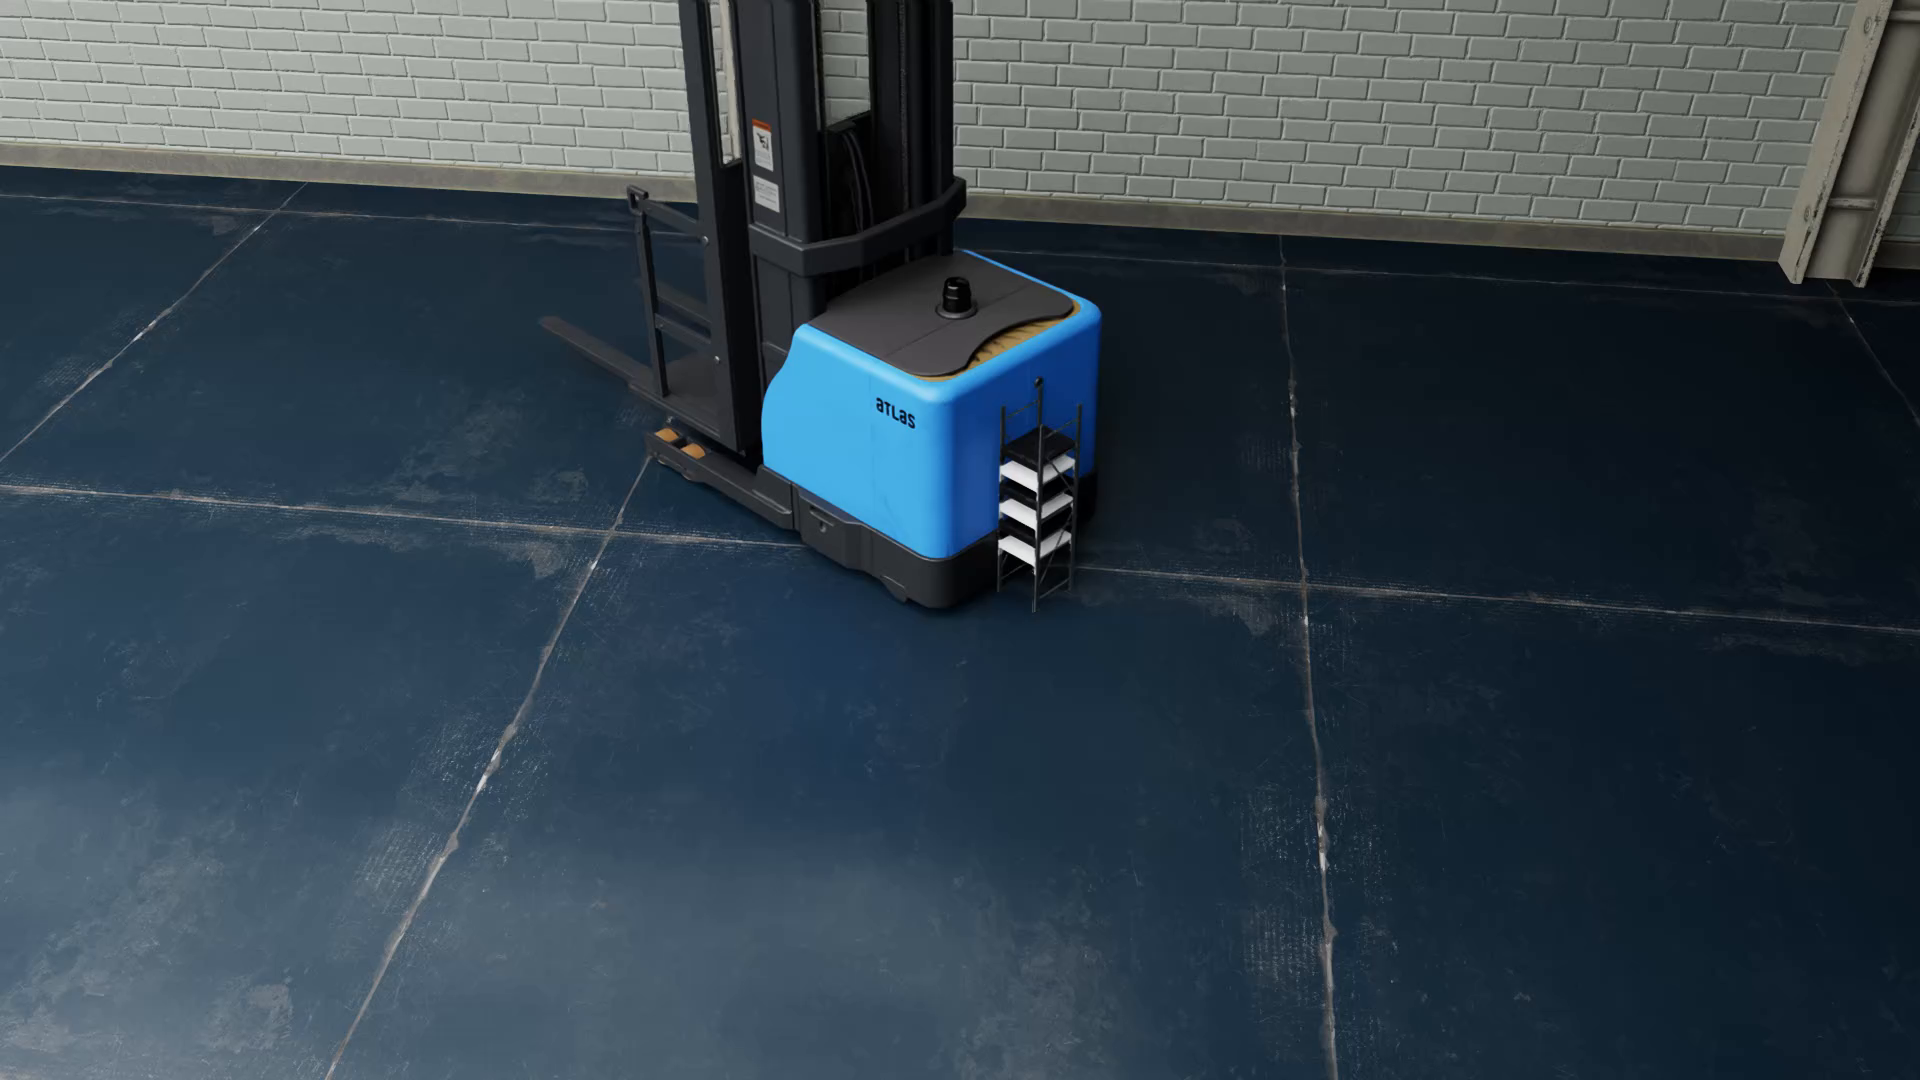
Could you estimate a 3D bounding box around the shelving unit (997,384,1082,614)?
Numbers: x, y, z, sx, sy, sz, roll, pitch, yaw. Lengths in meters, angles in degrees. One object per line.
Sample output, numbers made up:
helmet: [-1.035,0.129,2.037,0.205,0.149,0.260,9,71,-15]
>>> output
shelving unit: [0.315,-0.155,6.693,0.210,0.900,0.258,29,45,34]

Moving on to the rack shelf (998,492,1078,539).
rack shelf: [0.315,-0.128,6.712,0.200,0.077,0.258,29,45,34]

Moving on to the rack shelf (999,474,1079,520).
rack shelf: [0.315,-0.201,6.660,0.200,0.077,0.258,29,45,34]

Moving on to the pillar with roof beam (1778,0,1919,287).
pillar with roof beam: [4.294,-2.685,3.265,0.400,9.000,9.100,4,36,6]

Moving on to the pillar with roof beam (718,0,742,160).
pillar with roof beam: [-1.657,-3.129,3.887,0.400,9.000,9.100,4,36,6]

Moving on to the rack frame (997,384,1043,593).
rack frame: [0.241,-0.196,6.750,0.006,0.900,0.240,29,45,34]

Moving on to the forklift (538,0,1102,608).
forklift: [-0.819,-1.660,7.053,3.031,2.935,1.130,29,45,34]

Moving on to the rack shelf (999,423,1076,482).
rack shelf: [0.315,-0.348,6.555,0.200,0.077,0.258,29,45,34]

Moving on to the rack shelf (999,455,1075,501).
rack shelf: [0.315,-0.275,6.608,0.200,0.077,0.258,29,45,34]

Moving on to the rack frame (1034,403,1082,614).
rack frame: [0.388,-0.114,6.636,0.006,0.900,0.240,29,45,34]

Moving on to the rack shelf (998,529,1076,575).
rack shelf: [0.315,0.018,6.817,0.200,0.077,0.258,29,45,34]

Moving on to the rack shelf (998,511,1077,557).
rack shelf: [0.315,-0.055,6.764,0.200,0.077,0.258,29,45,34]
